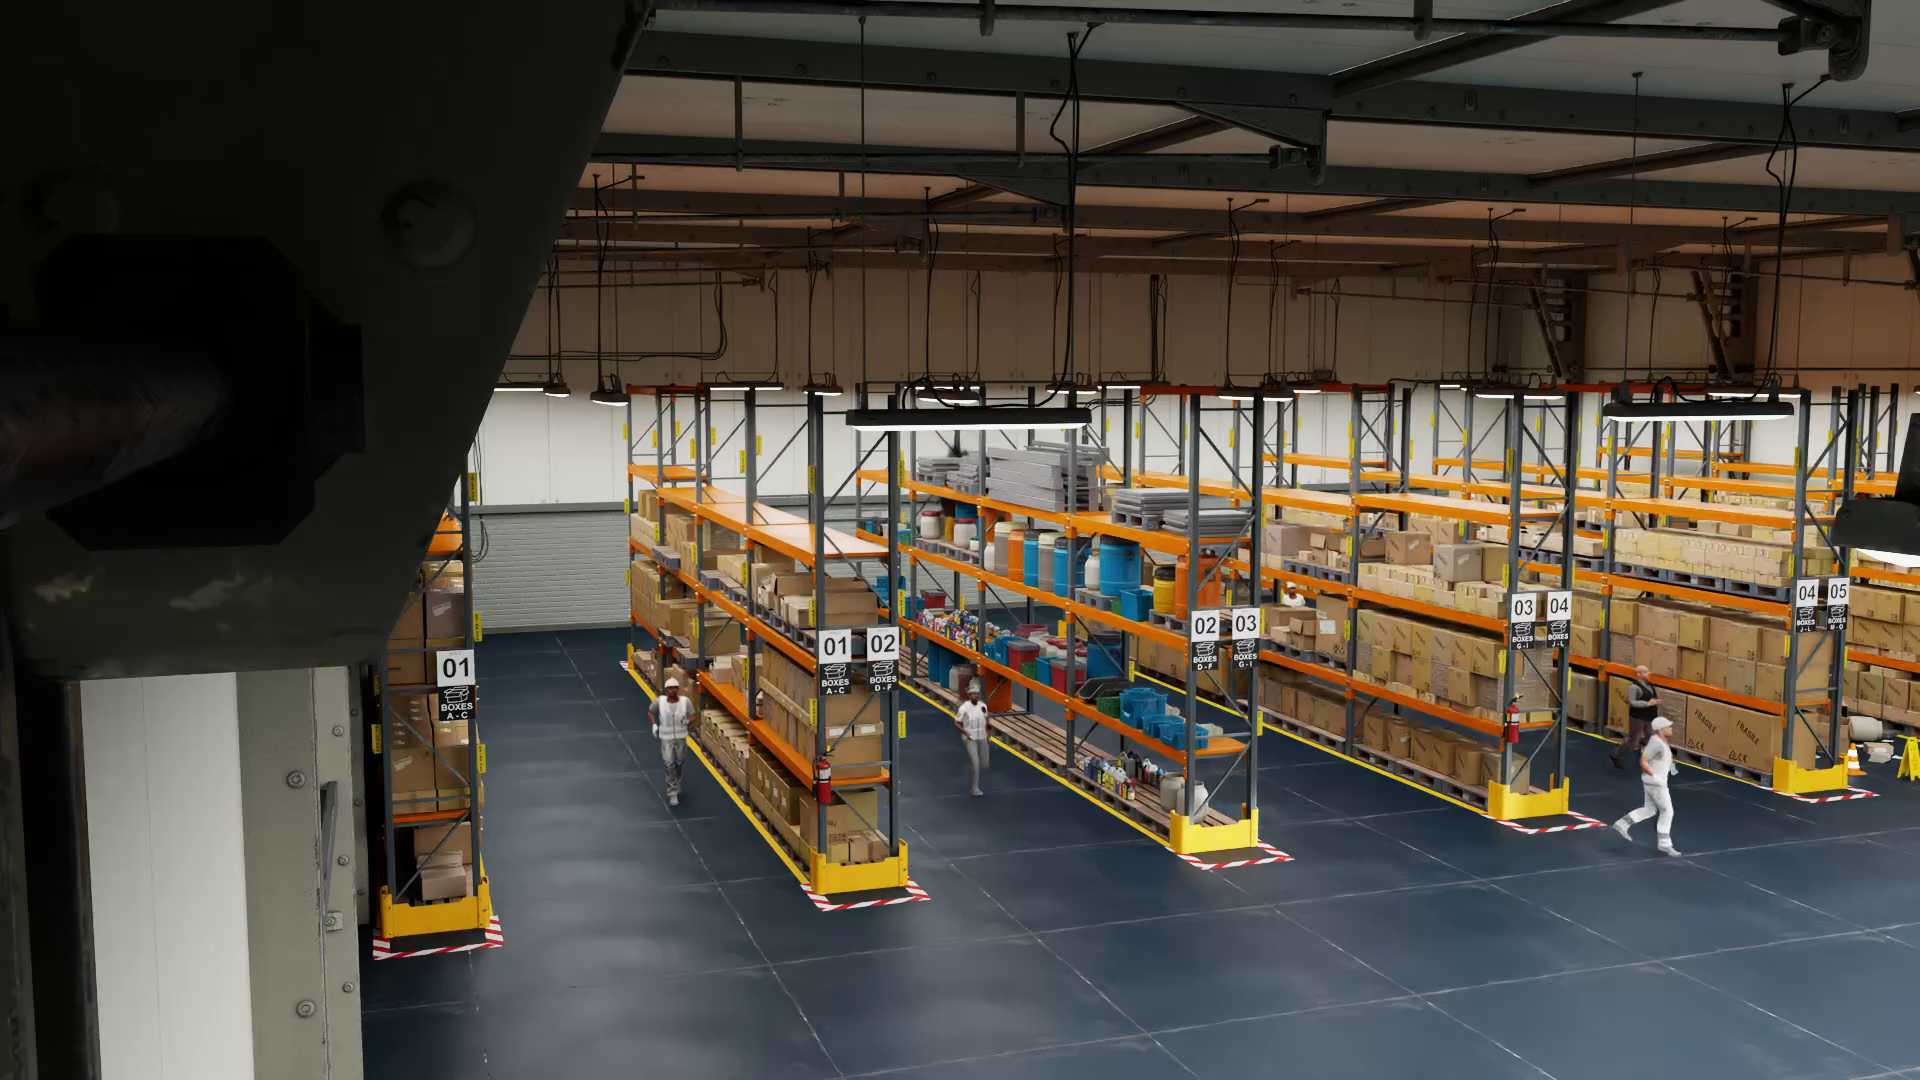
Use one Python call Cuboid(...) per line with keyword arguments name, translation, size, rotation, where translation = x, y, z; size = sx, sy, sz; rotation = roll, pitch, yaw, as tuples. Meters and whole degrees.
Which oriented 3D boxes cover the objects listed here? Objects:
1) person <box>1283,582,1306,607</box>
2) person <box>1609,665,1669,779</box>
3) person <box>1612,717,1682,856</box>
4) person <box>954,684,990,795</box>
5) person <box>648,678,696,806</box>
Cuboid(name="person", translation=(7.183, 1.766, 35.982), size=(0.693, 1.735, 0.582), rotation=(-1, 6, -12))
Cuboid(name="person", translation=(10.580, 2.793, 25.775), size=(0.655, 1.710, 0.947), rotation=(-3, 7, -31))
Cuboid(name="person", translation=(9.039, 3.196, 21.809), size=(0.859, 1.813, 0.656), rotation=(3, 6, 23))
Cuboid(name="person", translation=(0.194, 2.950, 24.798), size=(0.574, 1.649, 0.586), rotation=(-3, 7, -25))
Cuboid(name="person", translation=(-4.188, 2.905, 24.331), size=(0.674, 1.786, 0.901), rotation=(-2, 6, -18))
